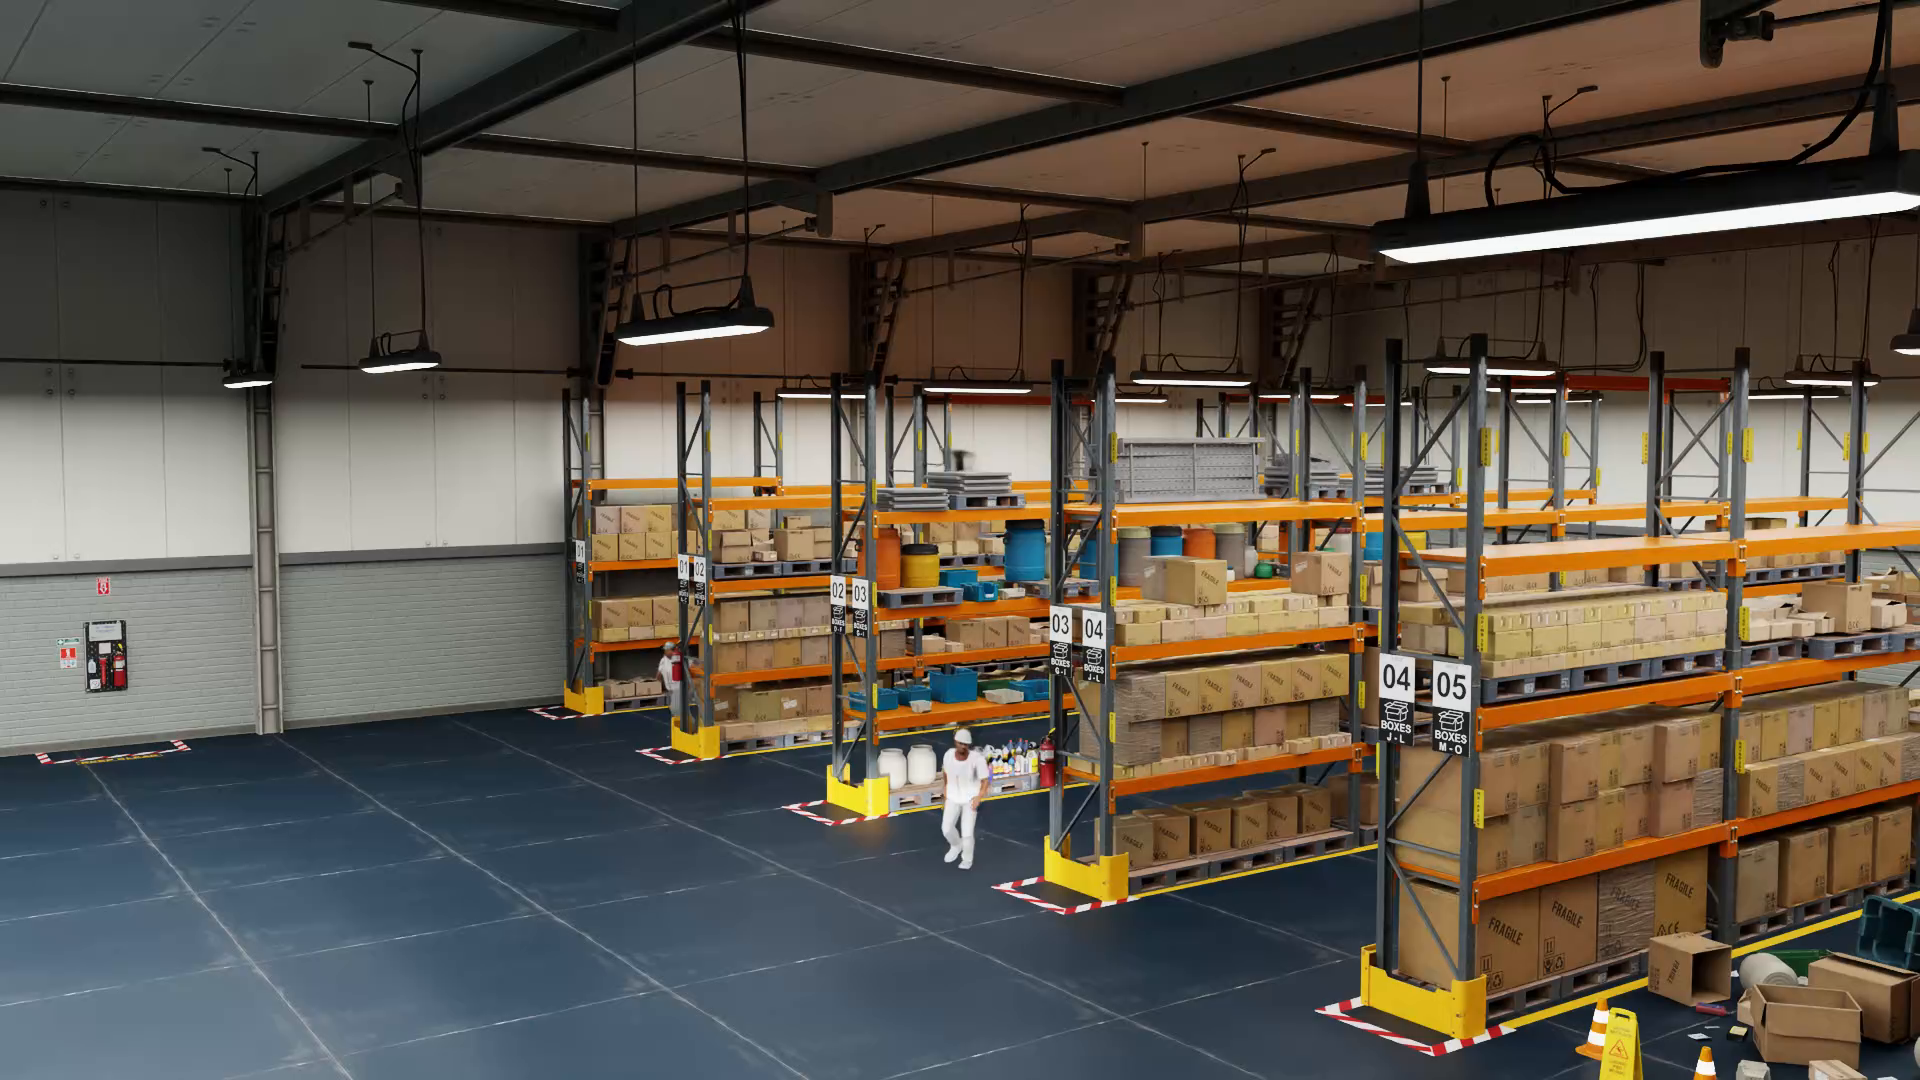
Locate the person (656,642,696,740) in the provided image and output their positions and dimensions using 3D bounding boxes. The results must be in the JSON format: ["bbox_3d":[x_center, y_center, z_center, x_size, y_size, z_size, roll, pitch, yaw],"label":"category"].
[{"bbox_3d":[-4.821,2.543,28.331,0.606,1.664,0.911,3,5,35],"label":"person"}]

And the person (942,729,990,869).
[{"bbox_3d":[0.024,3.045,19.497,0.708,1.702,0.779,1,4,19],"label":"person"}]
